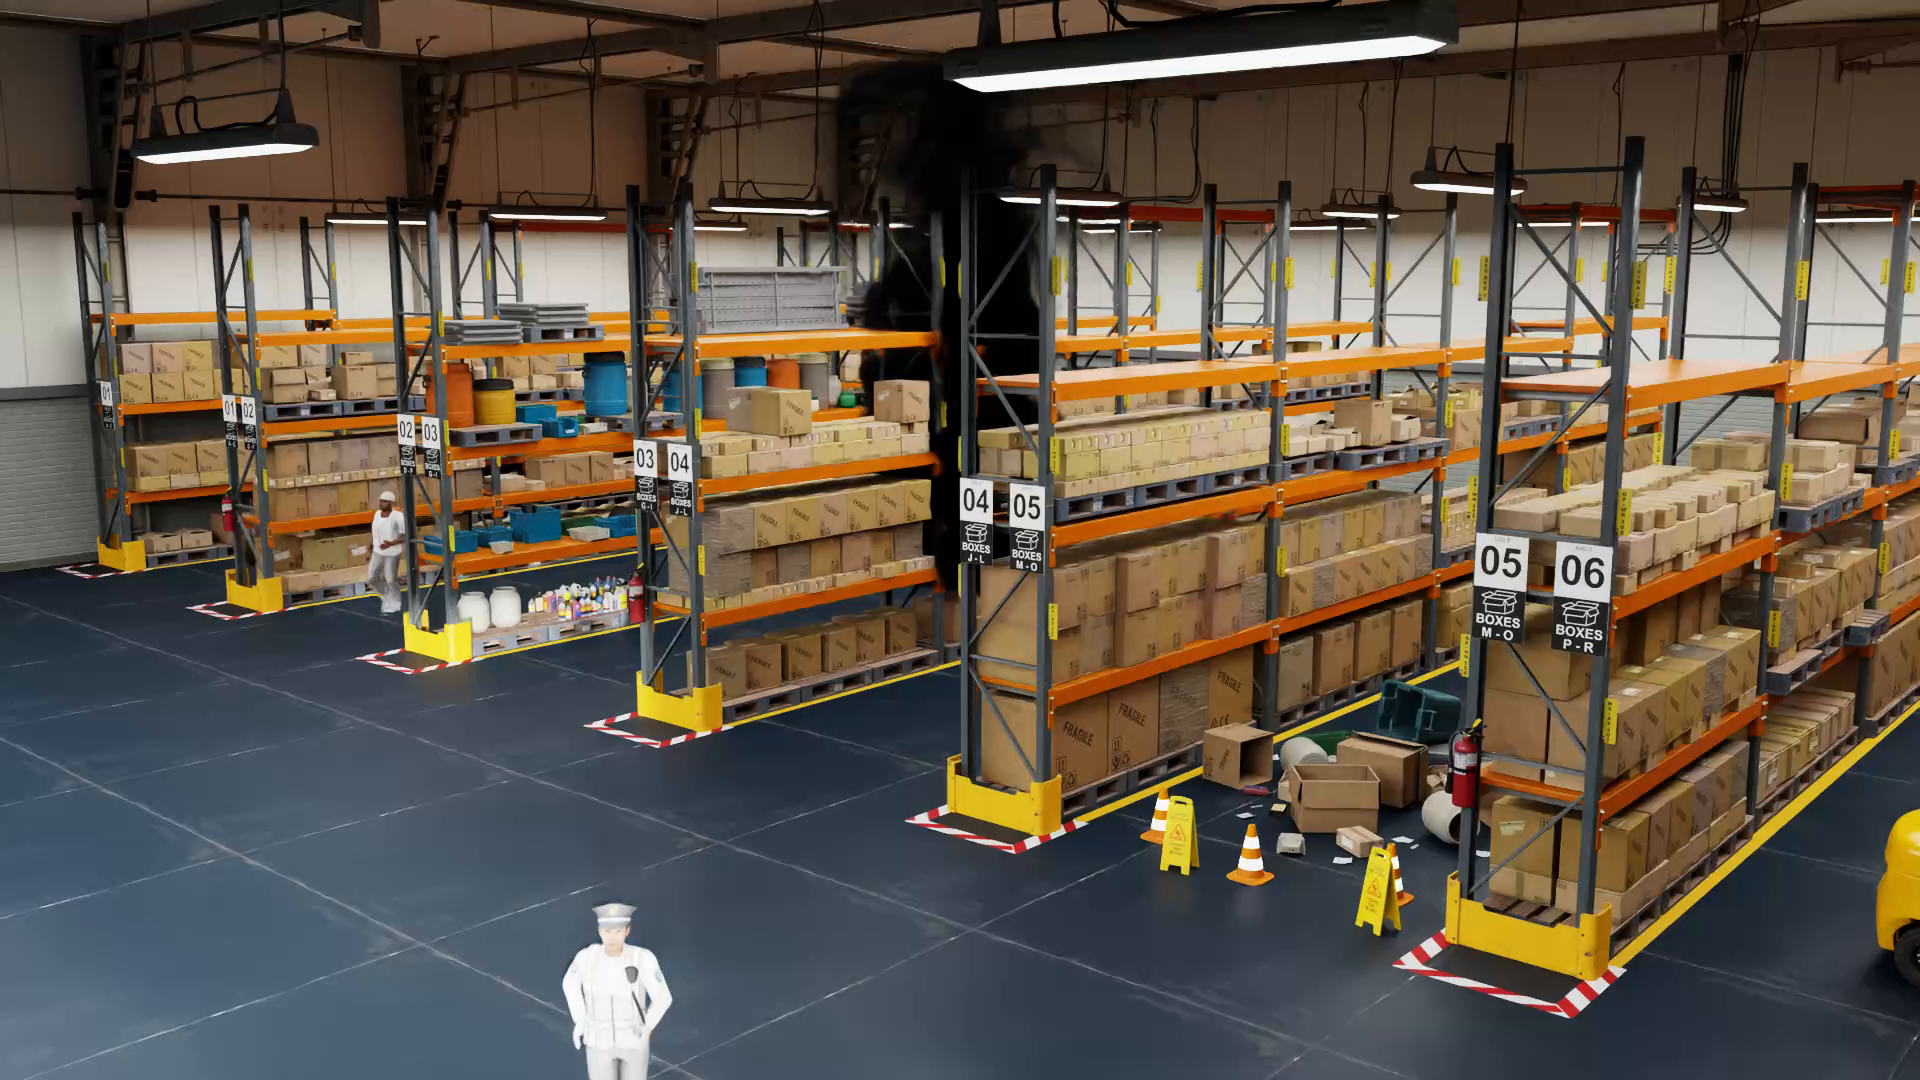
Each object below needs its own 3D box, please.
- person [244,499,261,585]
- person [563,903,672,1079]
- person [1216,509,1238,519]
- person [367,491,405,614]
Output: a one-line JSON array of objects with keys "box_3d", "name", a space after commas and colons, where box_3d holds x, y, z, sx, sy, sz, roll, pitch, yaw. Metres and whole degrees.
[{"box_3d": [-11.235, -0.106, 26.638, 0.694, 1.729, 0.615, 6, 11, 33], "name": "person"}, {"box_3d": [-1.928, 2.822, 9.364, 0.618, 1.696, 0.842, -1, 10, -6], "name": "person"}, {"box_3d": [3.591, 0.317, 22.323, 0.652, 1.764, 0.788, 7, 12, 36], "name": "person"}, {"box_3d": [-8.015, 0.191, 23.232, 0.676, 1.754, 0.601, 3, 10, 20], "name": "person"}]
